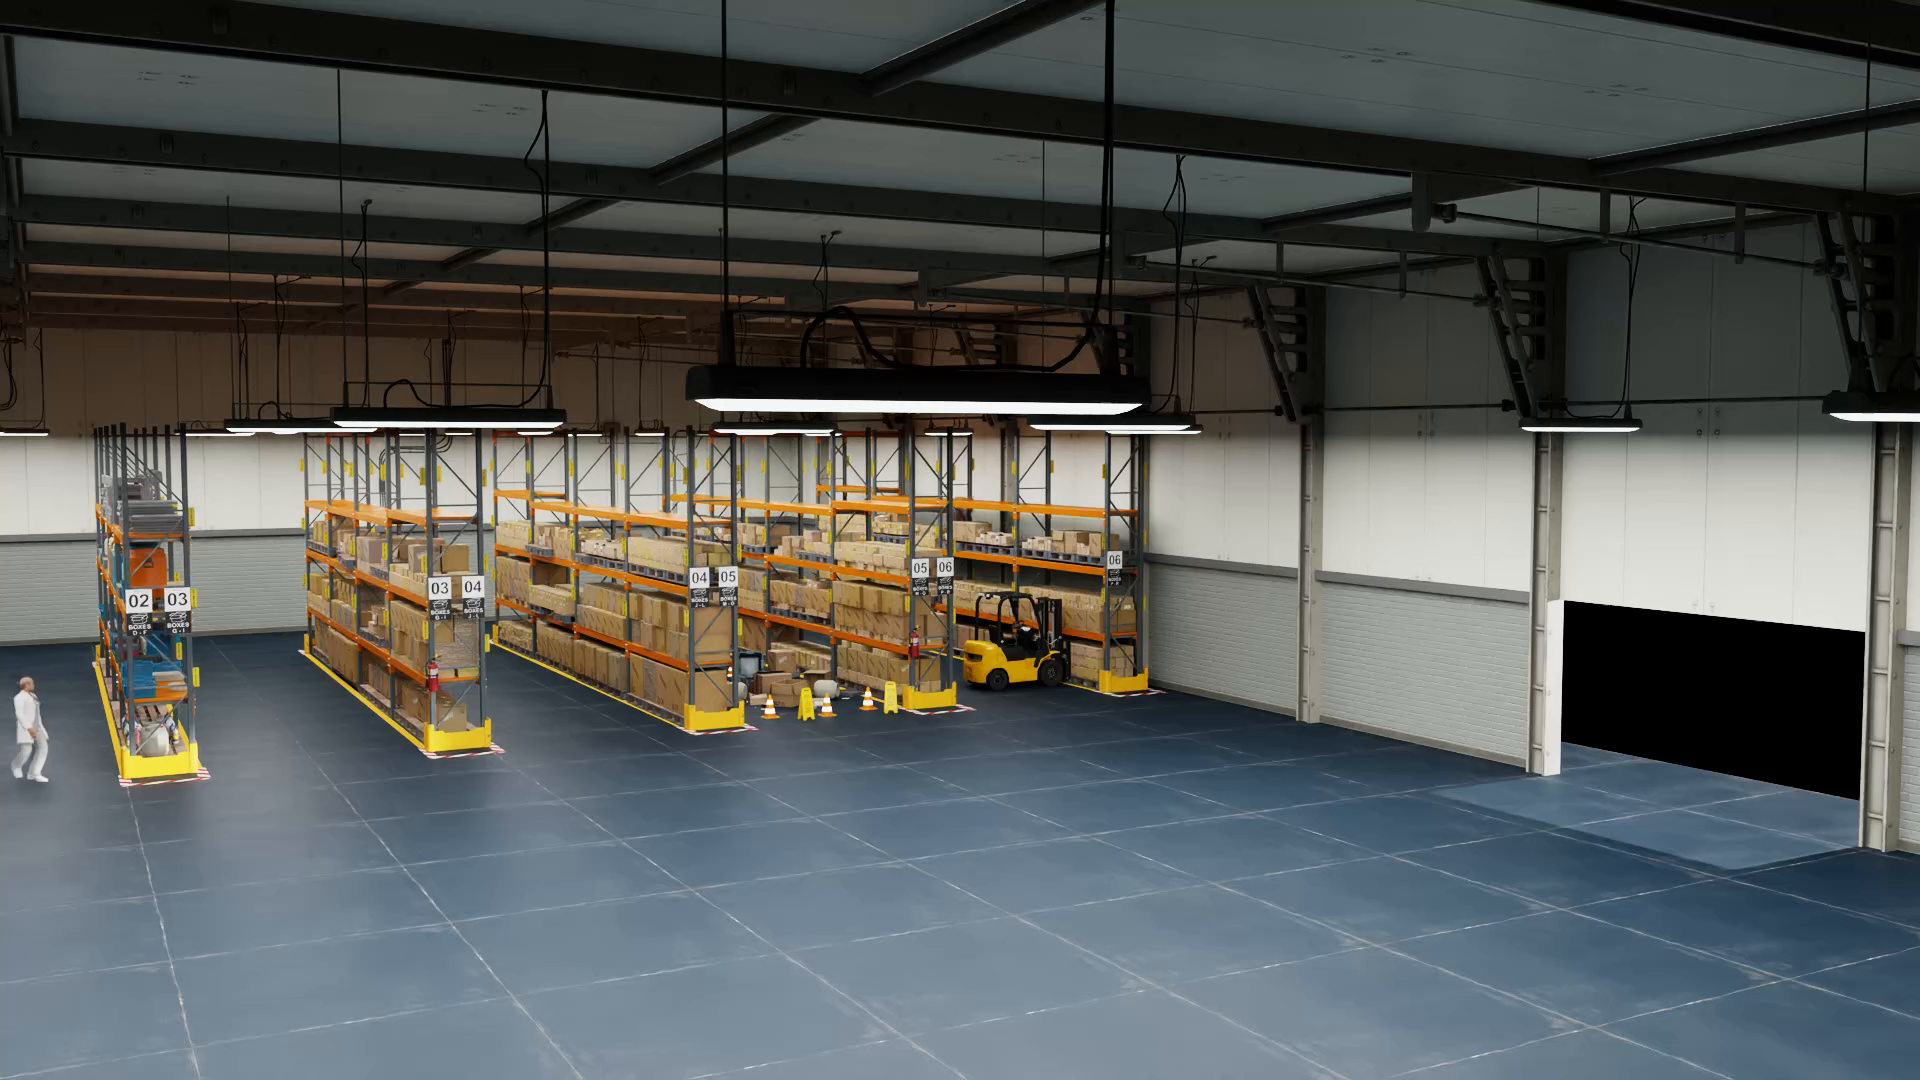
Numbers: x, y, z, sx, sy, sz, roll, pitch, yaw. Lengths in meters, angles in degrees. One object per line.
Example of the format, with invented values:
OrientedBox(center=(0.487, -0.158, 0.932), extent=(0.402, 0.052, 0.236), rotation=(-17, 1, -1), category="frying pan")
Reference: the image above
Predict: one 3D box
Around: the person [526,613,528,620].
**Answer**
OrientedBox(center=(-12.962, 1.967, 50.054), extent=(0.491, 1.484, 0.471), rotation=(-2, 4, -35), category="person")

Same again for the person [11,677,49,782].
OrientedBox(center=(-15.616, 3.177, 27.896), extent=(0.737, 1.751, 0.648), rotation=(1, 4, 15), category="person")
